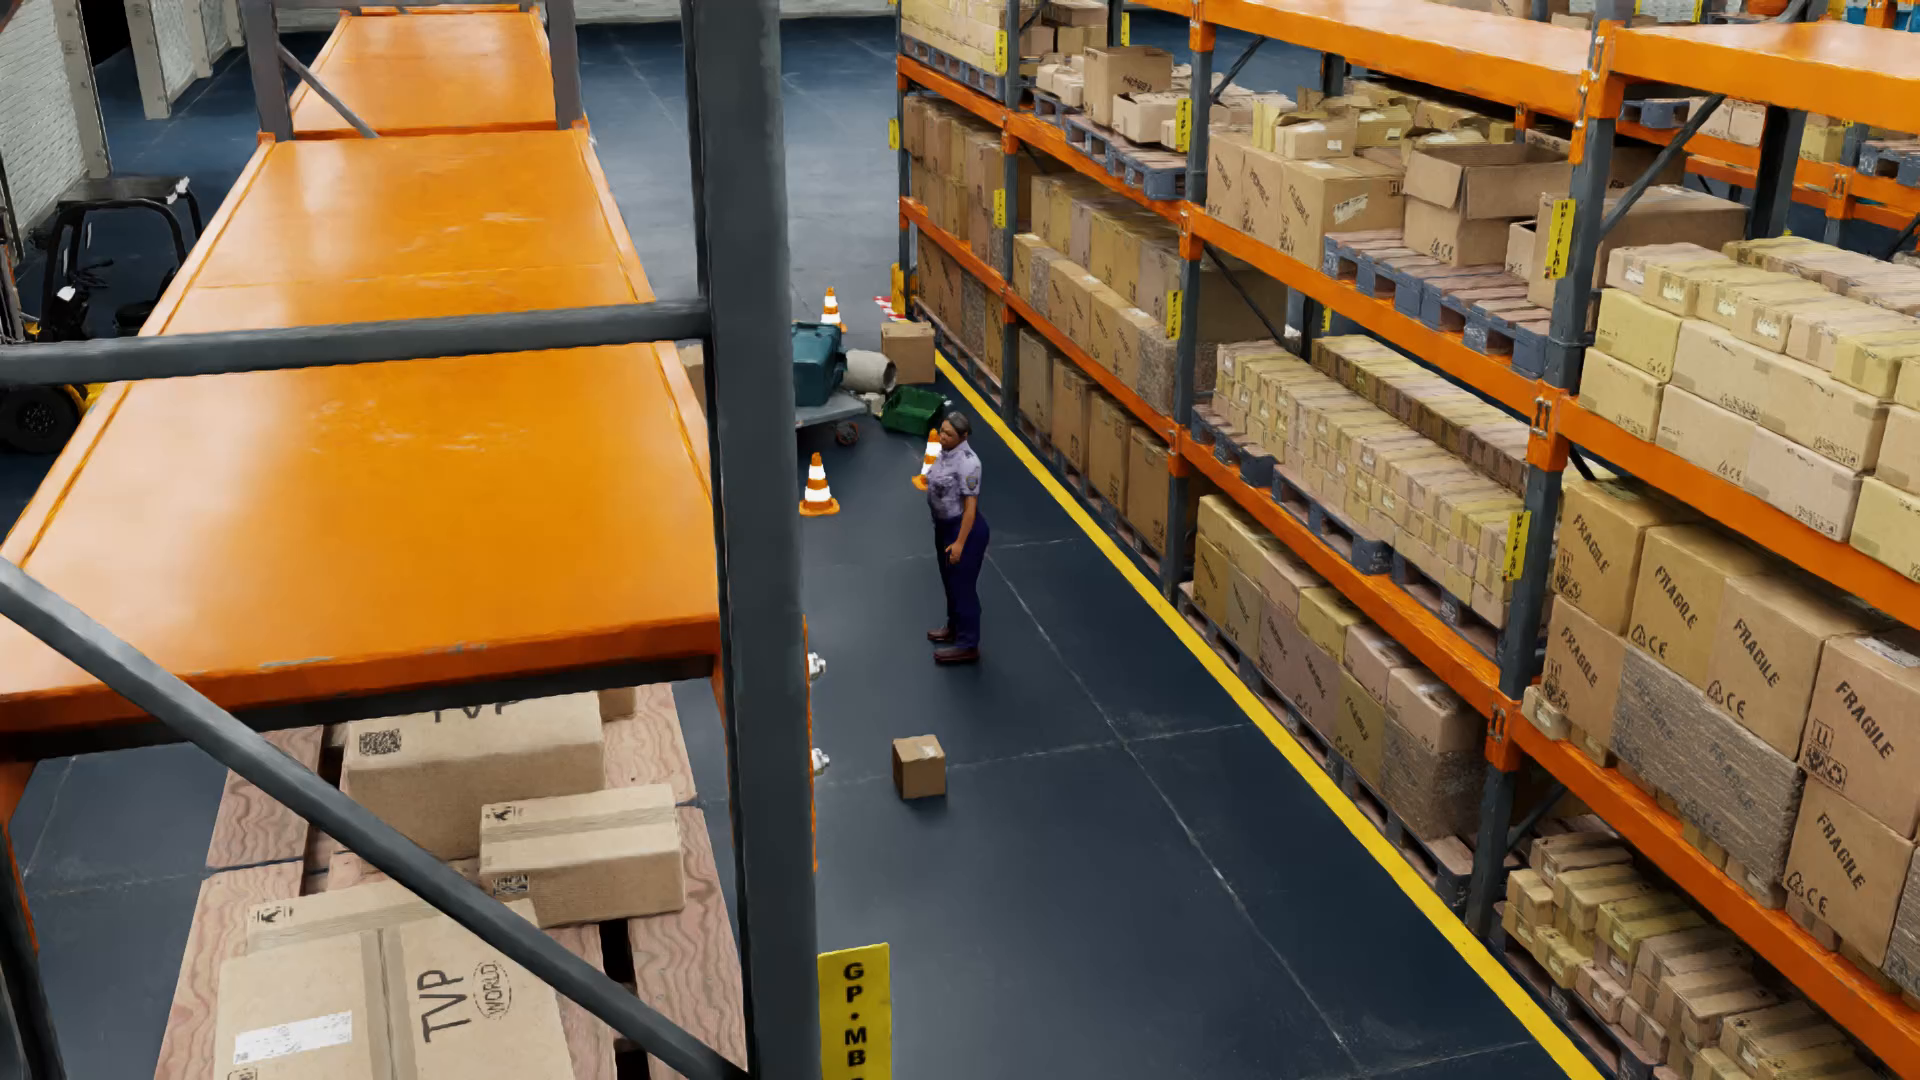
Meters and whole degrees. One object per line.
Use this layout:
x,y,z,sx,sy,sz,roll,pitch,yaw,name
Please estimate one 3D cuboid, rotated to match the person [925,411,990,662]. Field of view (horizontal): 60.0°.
-0.028,-0.038,10.697,0.379,1.656,0.520,-8,24,-18,person
